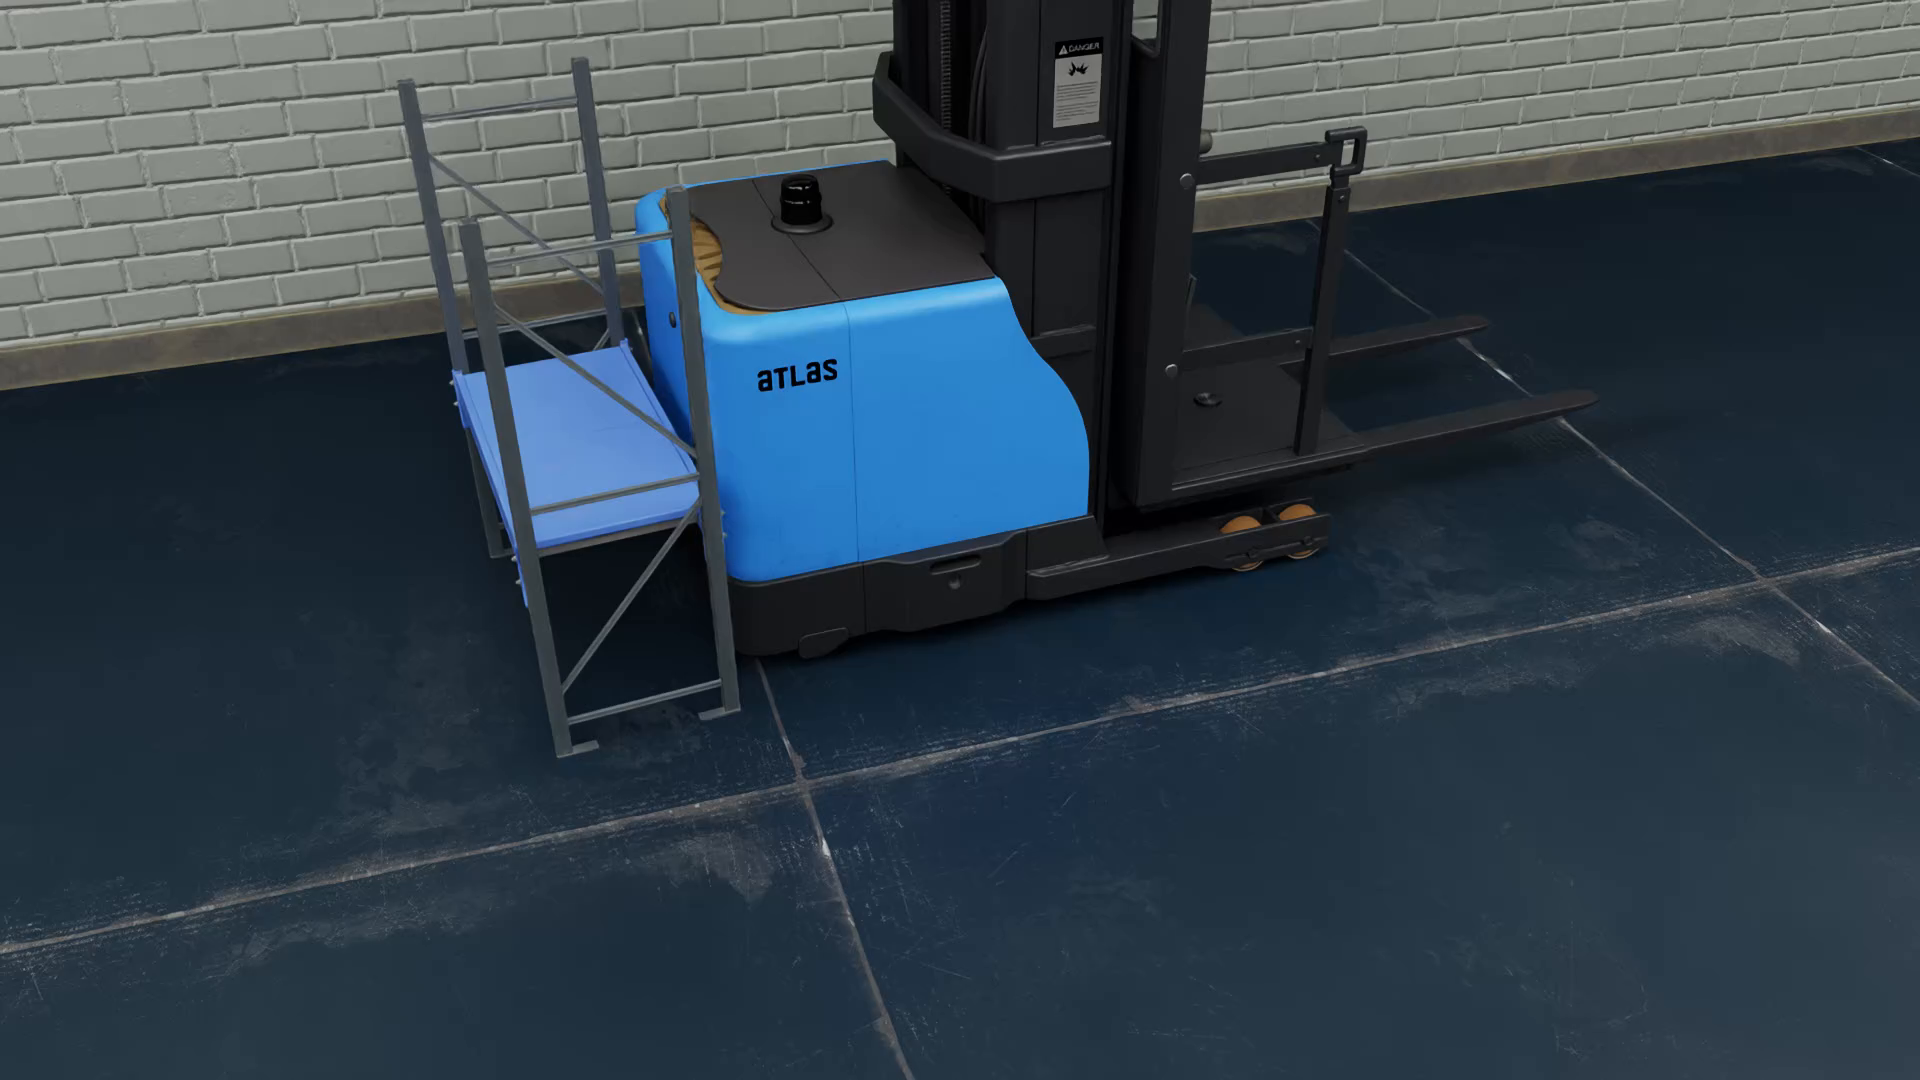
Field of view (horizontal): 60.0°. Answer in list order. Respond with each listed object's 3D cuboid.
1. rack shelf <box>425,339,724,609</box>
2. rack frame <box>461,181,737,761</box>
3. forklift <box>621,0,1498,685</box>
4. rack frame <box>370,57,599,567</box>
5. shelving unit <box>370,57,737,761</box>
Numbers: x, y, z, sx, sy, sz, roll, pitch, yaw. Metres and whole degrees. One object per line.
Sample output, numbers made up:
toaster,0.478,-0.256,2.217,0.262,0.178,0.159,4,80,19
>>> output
rack shelf,-1.072,-0.214,4.540,0.538,0.185,1.000,-16,37,-22
rack frame,-0.841,-0.115,4.064,0.500,1.500,0.032,-16,37,-22
forklift,0.530,-1.470,4.816,3.031,2.935,1.130,-22,39,-29
rack frame,-1.304,-0.614,4.819,0.500,1.500,0.032,-16,37,-22
shelving unit,-1.072,-0.365,4.441,0.538,1.500,1.048,-16,37,-22
